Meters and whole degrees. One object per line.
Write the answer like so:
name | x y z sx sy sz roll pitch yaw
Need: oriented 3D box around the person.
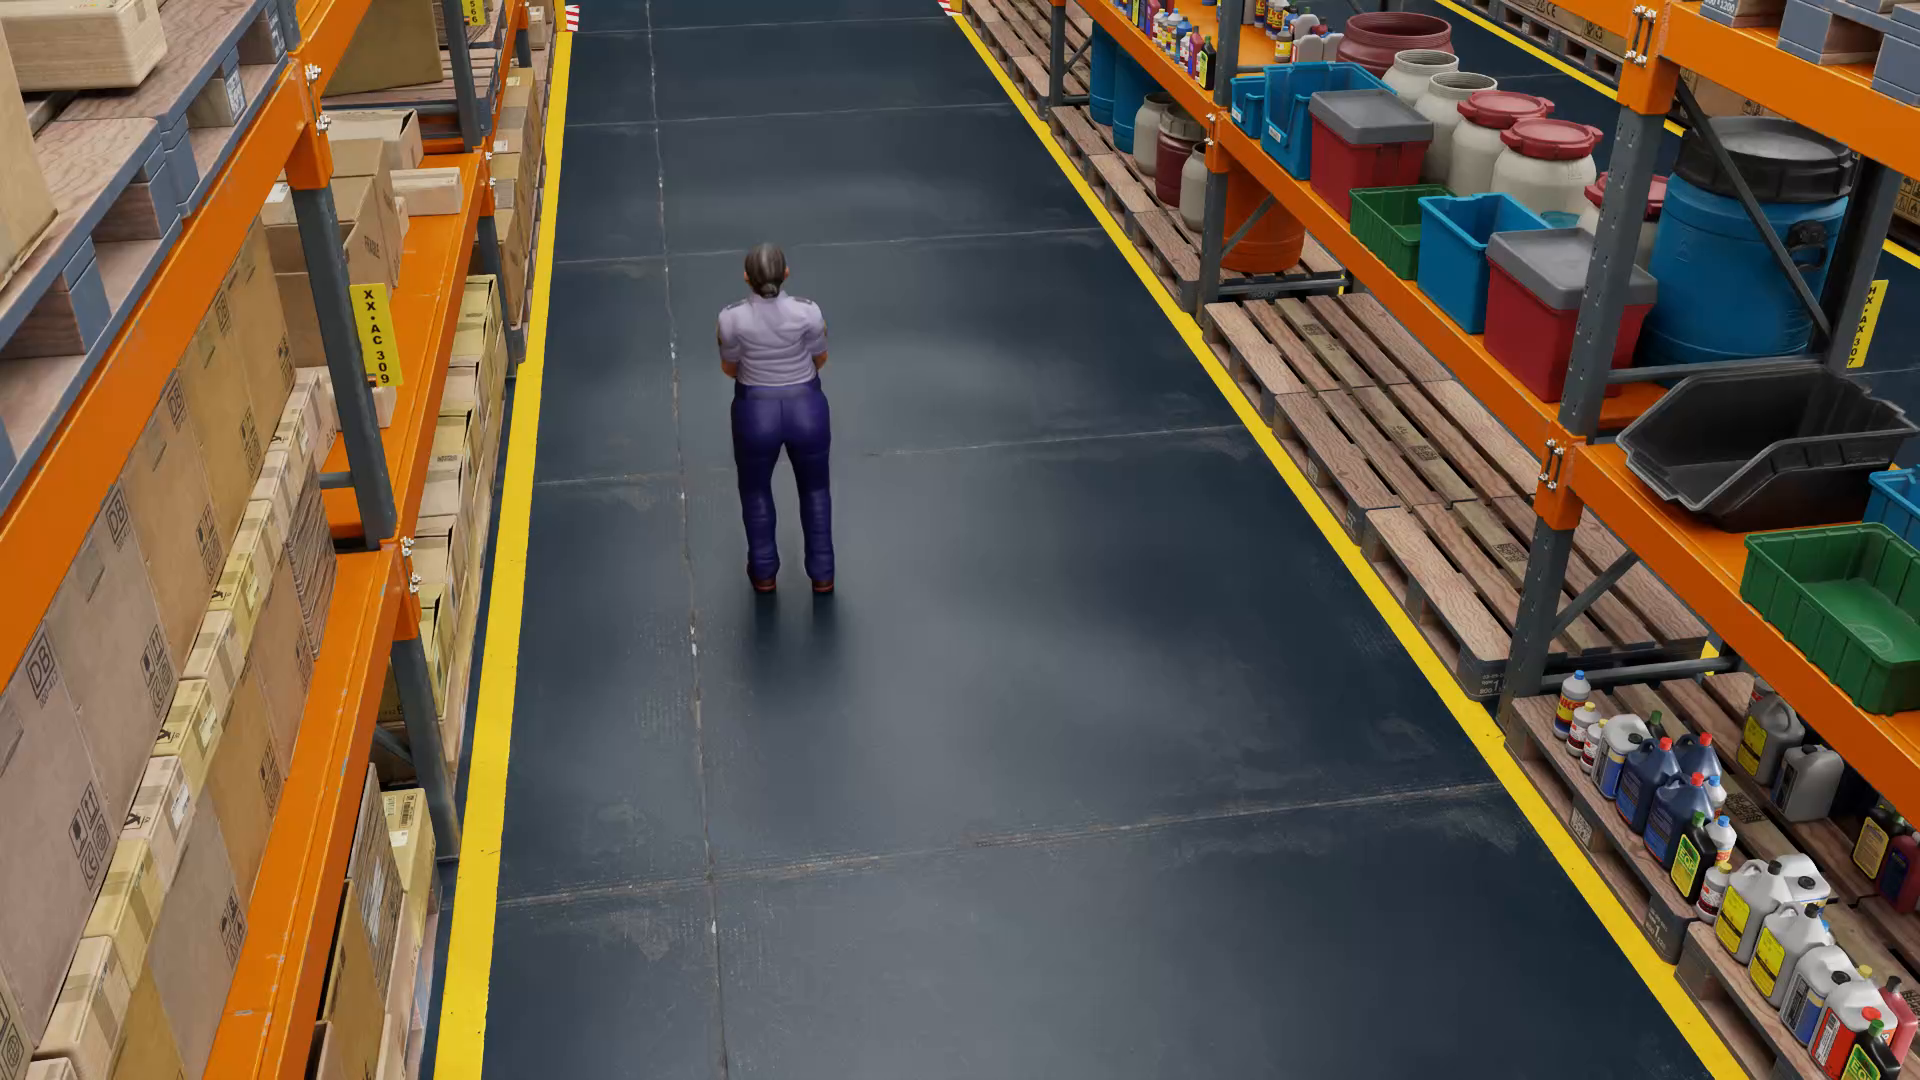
person | -0.778 -0.539 7.060 0.452 1.634 0.518 -5 31 -8
